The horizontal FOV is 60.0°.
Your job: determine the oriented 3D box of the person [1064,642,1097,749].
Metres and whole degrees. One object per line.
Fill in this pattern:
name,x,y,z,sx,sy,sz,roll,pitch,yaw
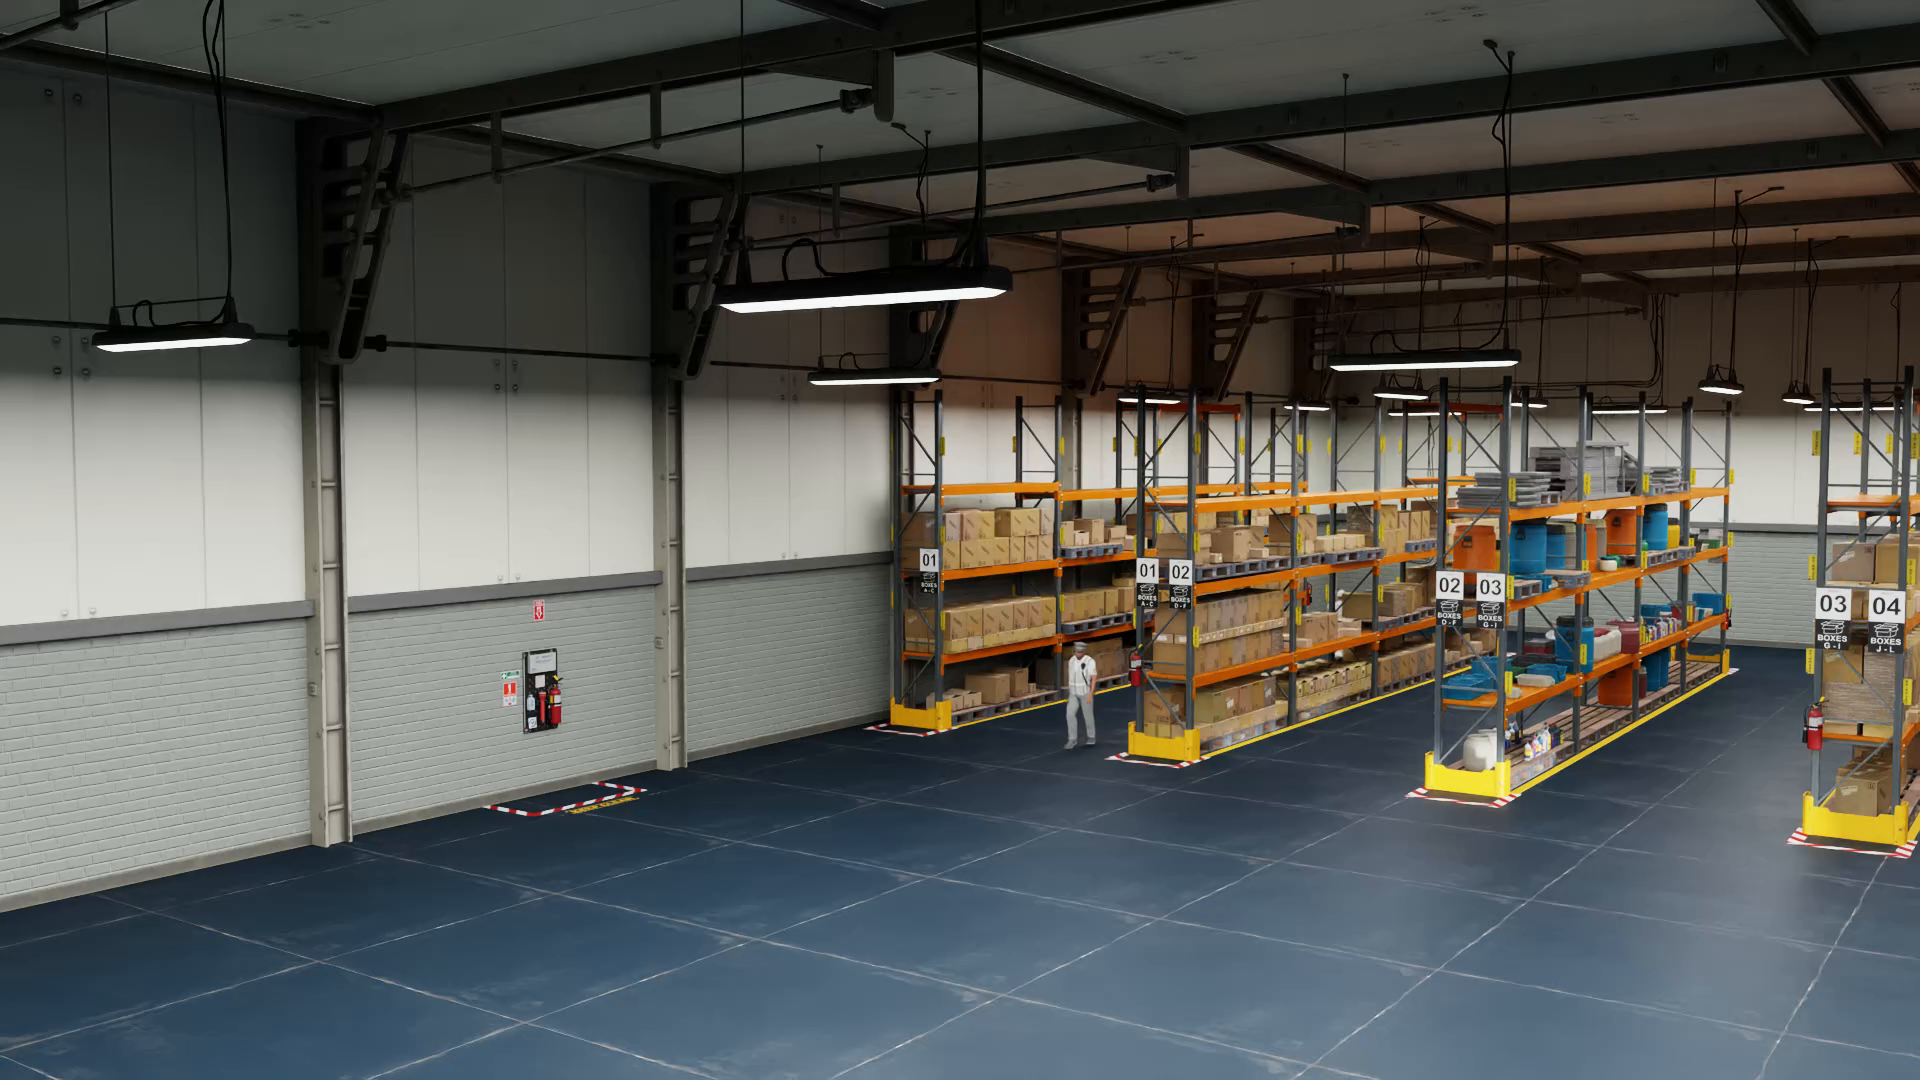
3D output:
person,2.024,2.583,27.734,0.583,1.779,0.665,2,4,36

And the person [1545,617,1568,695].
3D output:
person,12.033,2.332,33.303,0.671,1.601,0.662,-3,5,-45

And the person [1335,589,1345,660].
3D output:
person,8.552,2.010,37.376,0.590,1.788,0.538,3,4,44
